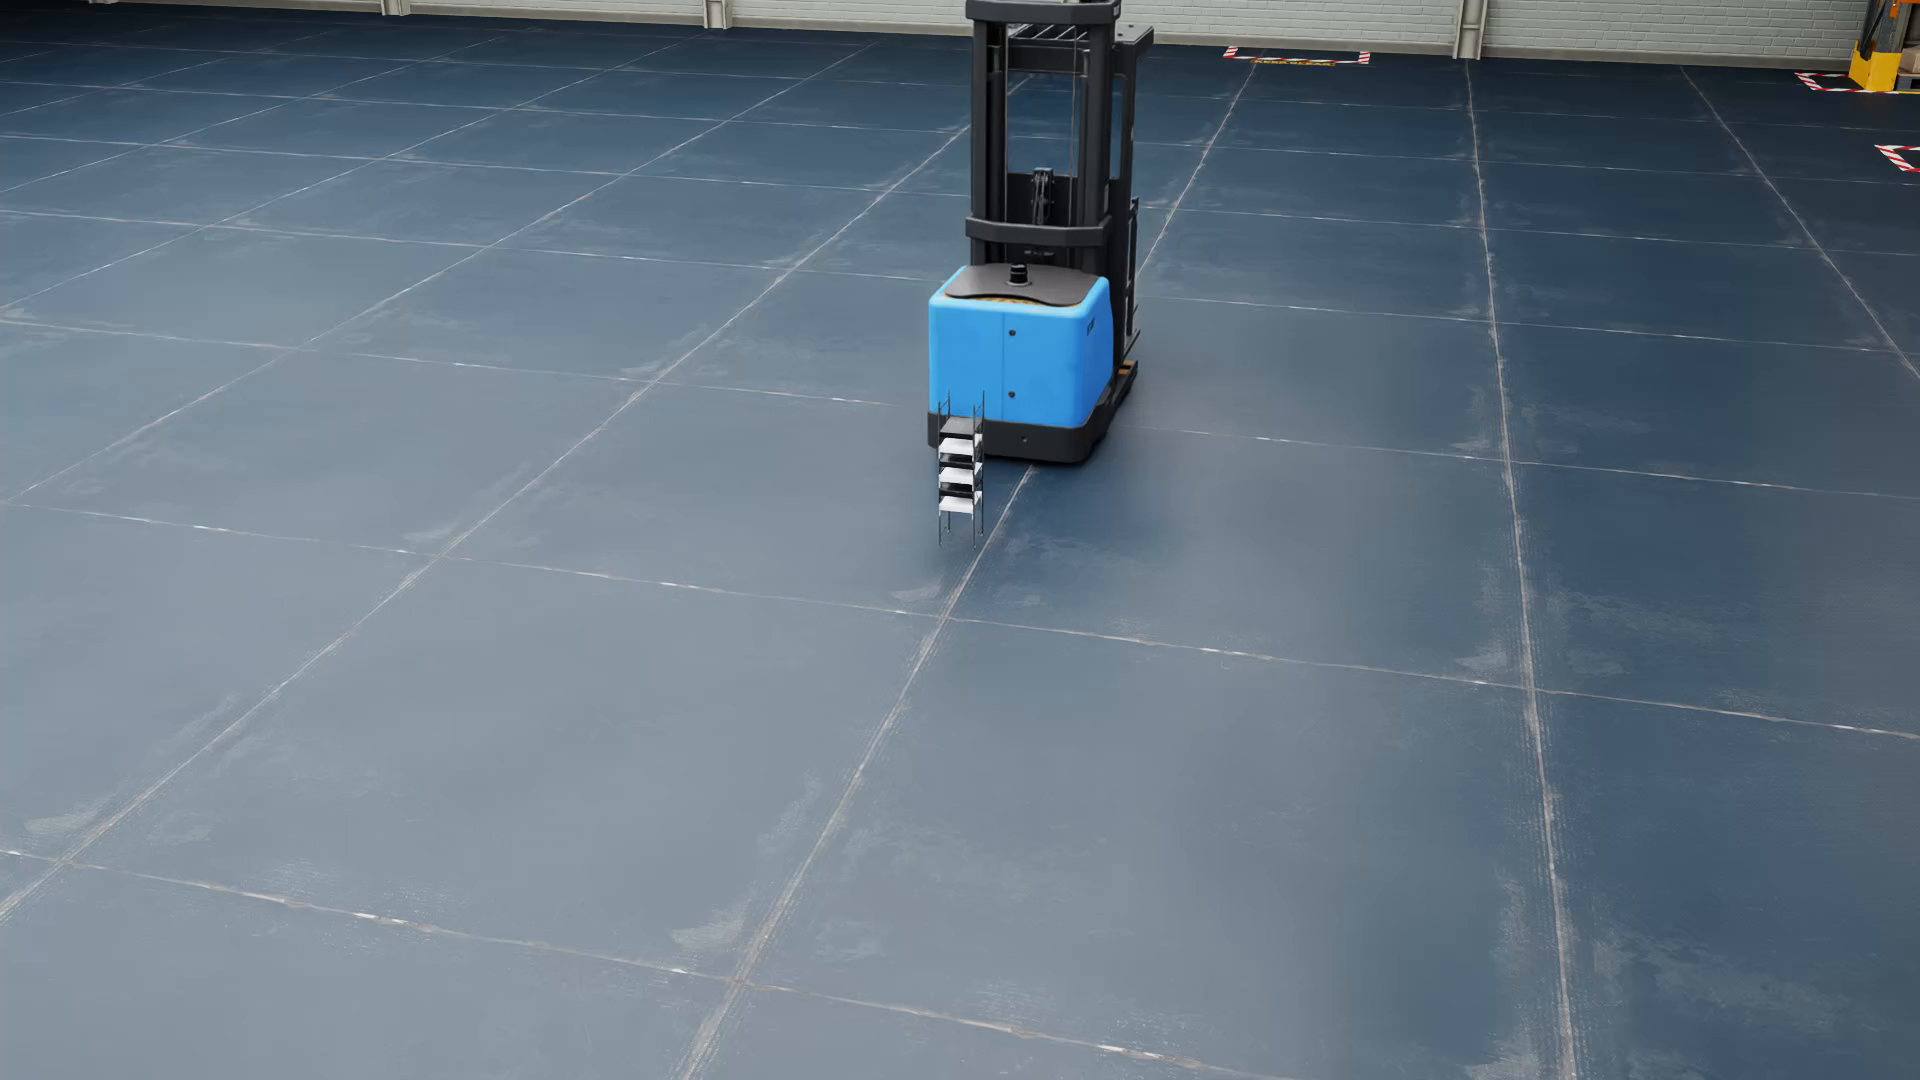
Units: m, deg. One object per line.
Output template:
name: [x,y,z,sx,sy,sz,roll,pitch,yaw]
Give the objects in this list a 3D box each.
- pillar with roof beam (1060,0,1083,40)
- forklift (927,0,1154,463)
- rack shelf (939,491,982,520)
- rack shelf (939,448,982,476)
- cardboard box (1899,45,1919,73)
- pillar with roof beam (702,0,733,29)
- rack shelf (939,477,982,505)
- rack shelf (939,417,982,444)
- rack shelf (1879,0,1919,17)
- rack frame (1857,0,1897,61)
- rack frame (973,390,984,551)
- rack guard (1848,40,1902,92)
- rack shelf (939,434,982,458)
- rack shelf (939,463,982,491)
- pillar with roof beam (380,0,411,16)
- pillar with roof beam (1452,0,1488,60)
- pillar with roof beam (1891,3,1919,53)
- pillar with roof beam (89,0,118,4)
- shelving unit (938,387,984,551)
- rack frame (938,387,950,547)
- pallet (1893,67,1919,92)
pillar with roof beam: [0.723,-10.165,20.633,0.400,9.000,9.100,6,26,13]
forklift: [0.675,-2.427,11.439,1.130,2.935,3.031,7,26,14]
rack shelf: [0.008,-0.213,9.646,0.200,0.077,0.258,6,26,13]
rack shelf: [0.008,-0.457,9.530,0.200,0.077,0.258,6,26,13]
cardboard box: [13.172,-6.552,22.638,0.500,0.311,0.500,3,26,7]
pillar with roof beam: [-5.088,-10.807,21.982,0.400,9.000,9.100,6,26,13]
rack shelf: [0.008,-0.294,9.608,0.200,0.077,0.258,6,26,13]
rack shelf: [0.008,-0.619,9.453,0.200,0.077,0.258,6,26,13]
rack shelf: [14.461,-7.140,22.094,4.000,0.370,1.077,6,26,13]
rack frame: [12.524,-7.679,22.389,0.127,3.000,1.000,6,26,13]
rack frame: [0.106,-0.395,9.532,0.006,0.900,0.240,6,26,13]
rack guard: [12.597,-6.542,22.909,0.348,0.500,1.175,6,26,13]
rack shelf: [0.008,-0.538,9.492,0.200,0.077,0.258,6,26,13]
rack shelf: [0.008,-0.375,9.569,0.200,0.077,0.258,6,26,13]
pillar with roof beam: [-10.899,-11.450,23.331,0.400,9.000,9.100,6,26,13]
pillar with roof beam: [6.534,-9.523,19.283,0.400,9.000,9.100,6,26,13]
pillar with roof beam: [12.345,-8.880,17.934,0.400,9.000,9.100,6,26,13]
pillar with roof beam: [-16.710,-12.092,24.680,0.400,9.000,9.100,6,26,13]
shelving unit: [0.008,-0.405,9.555,0.210,0.900,0.258,6,26,13]
rack frame: [-0.091,-0.416,9.578,0.006,0.900,0.240,6,26,13]
pallet: [13.375,-6.310,22.758,1.213,0.211,1.003,6,26,13]
